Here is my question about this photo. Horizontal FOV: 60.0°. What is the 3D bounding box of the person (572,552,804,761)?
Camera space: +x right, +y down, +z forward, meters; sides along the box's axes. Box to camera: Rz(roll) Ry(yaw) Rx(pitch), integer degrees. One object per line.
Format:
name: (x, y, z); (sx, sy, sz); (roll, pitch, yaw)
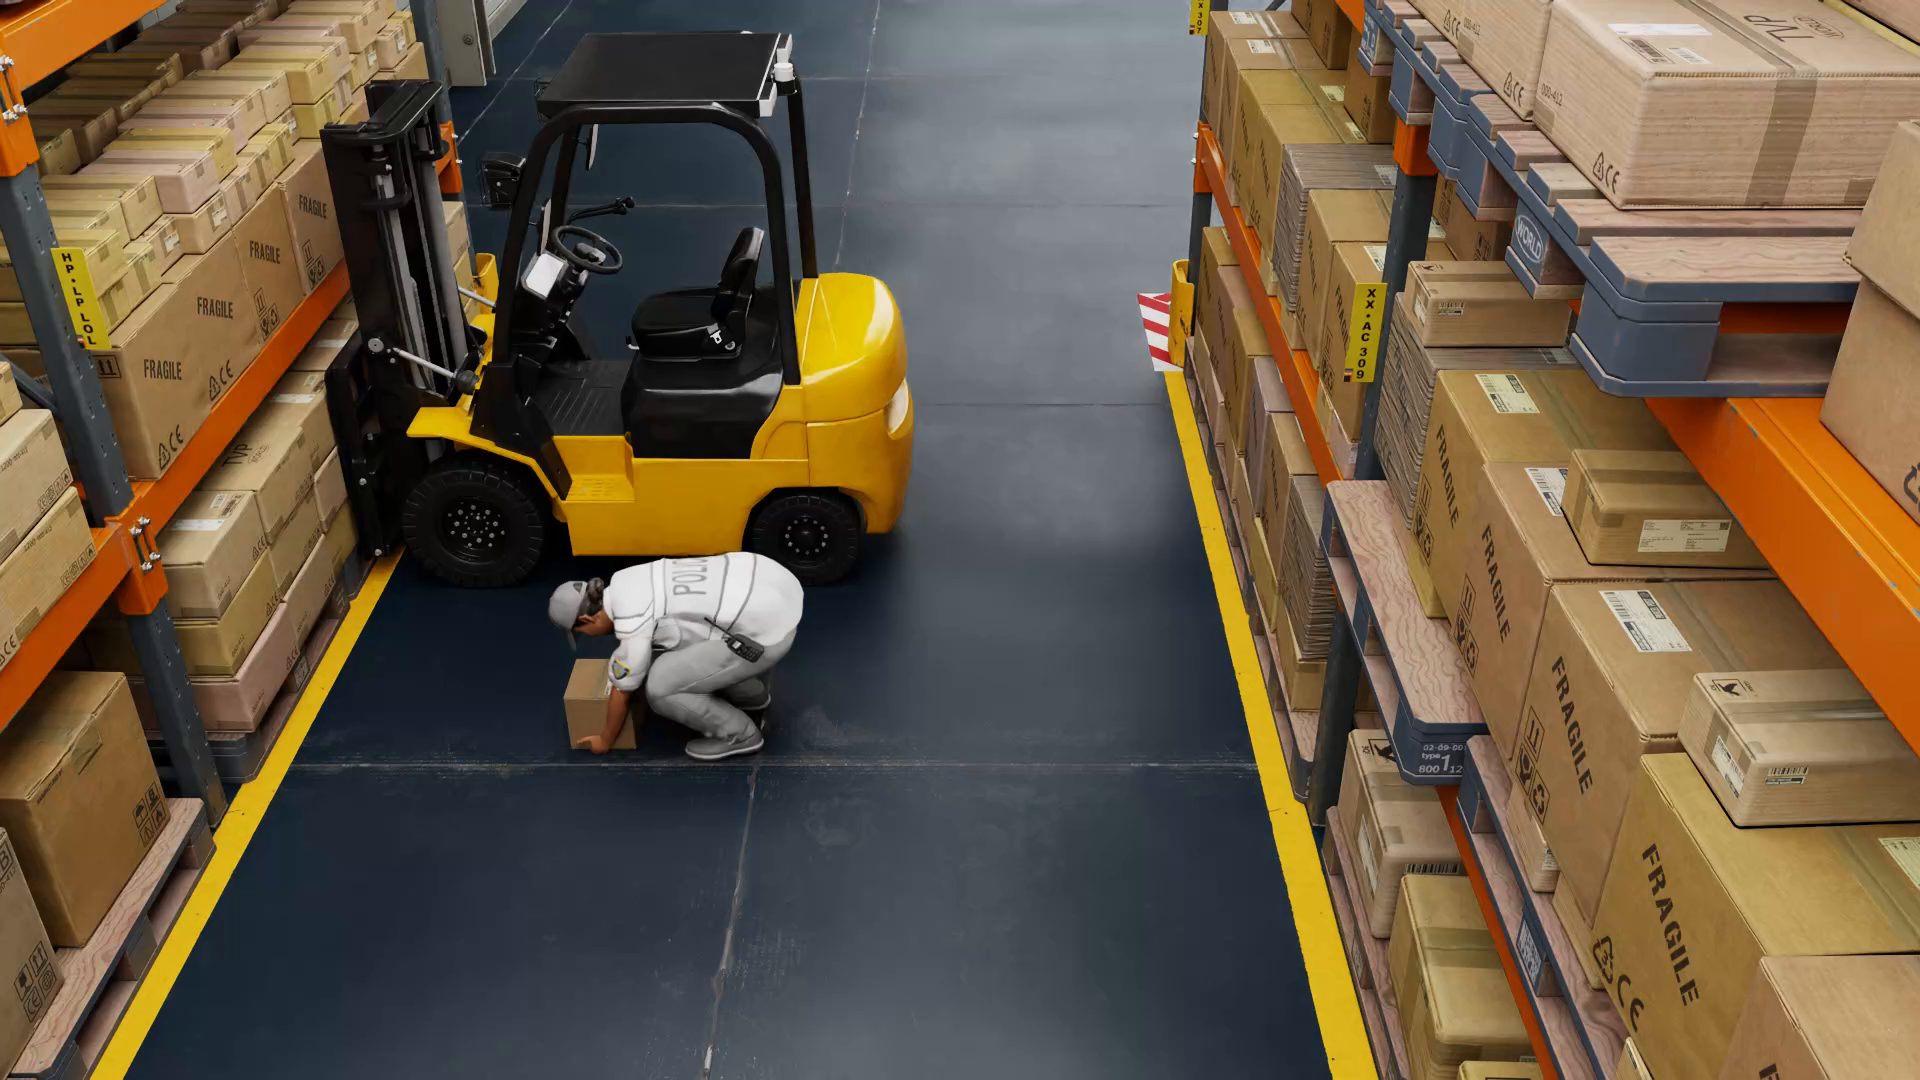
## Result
person: (-1.059, 0.433, 6.325); (0.896, 0.759, 0.508); (-1, 32, -2)
